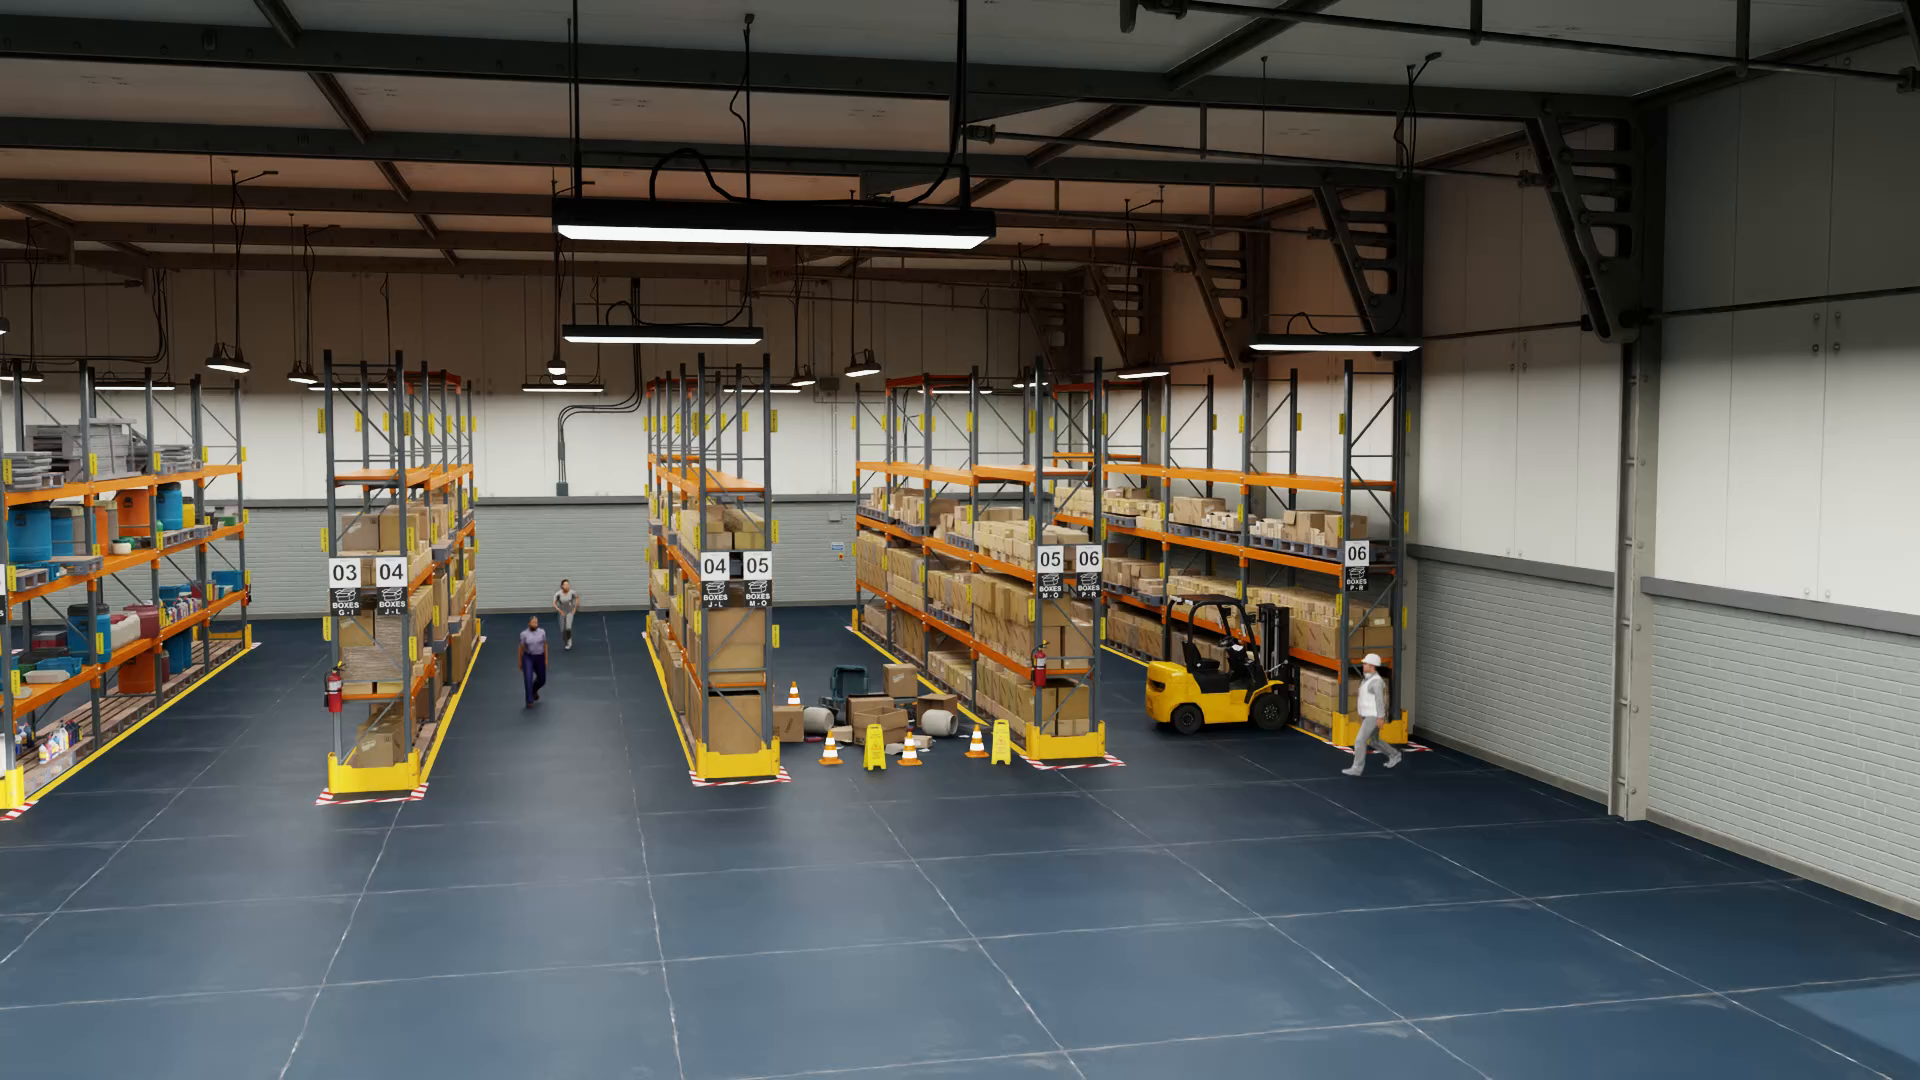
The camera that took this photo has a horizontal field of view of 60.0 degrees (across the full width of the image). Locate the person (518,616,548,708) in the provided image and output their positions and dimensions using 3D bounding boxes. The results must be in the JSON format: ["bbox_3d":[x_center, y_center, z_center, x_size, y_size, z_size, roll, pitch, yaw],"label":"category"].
[{"bbox_3d":[-7.596,2.143,29.580,0.514,1.592,0.900,-2,5,-29],"label":"person"}]

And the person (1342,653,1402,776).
[{"bbox_3d":[5.901,2.482,23.698,0.999,1.738,0.541,-1,4,-11],"label":"person"}]

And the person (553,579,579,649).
[{"bbox_3d":[-8.744,1.647,36.944,0.543,1.580,0.701,0,4,-5],"label":"person"}]
